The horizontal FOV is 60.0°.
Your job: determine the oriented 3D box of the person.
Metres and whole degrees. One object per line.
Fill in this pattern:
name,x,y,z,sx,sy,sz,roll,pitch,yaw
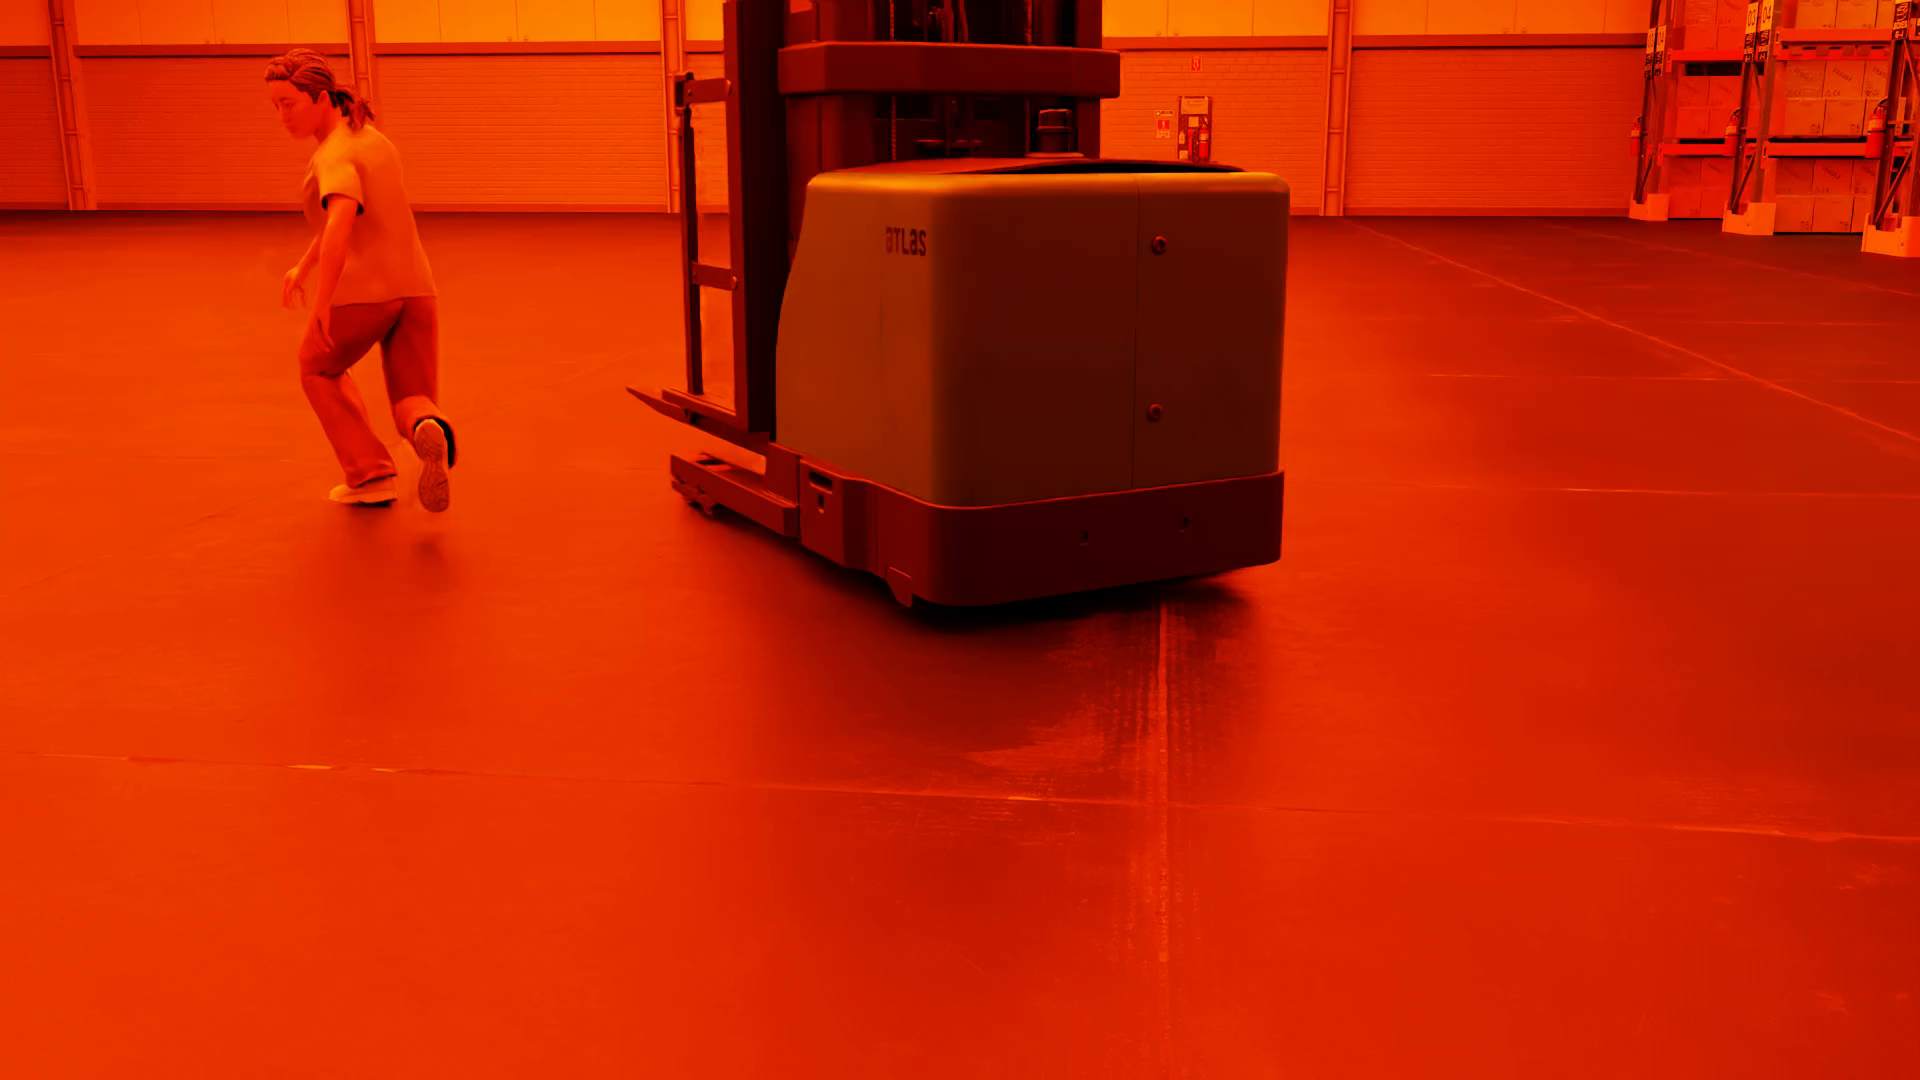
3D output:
person,-1.886,-0.782,5.200,0.827,1.452,0.557,9,16,35

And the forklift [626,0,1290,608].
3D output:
forklift,-0.295,-1.549,5.133,1.130,2.935,3.031,-7,15,-28
